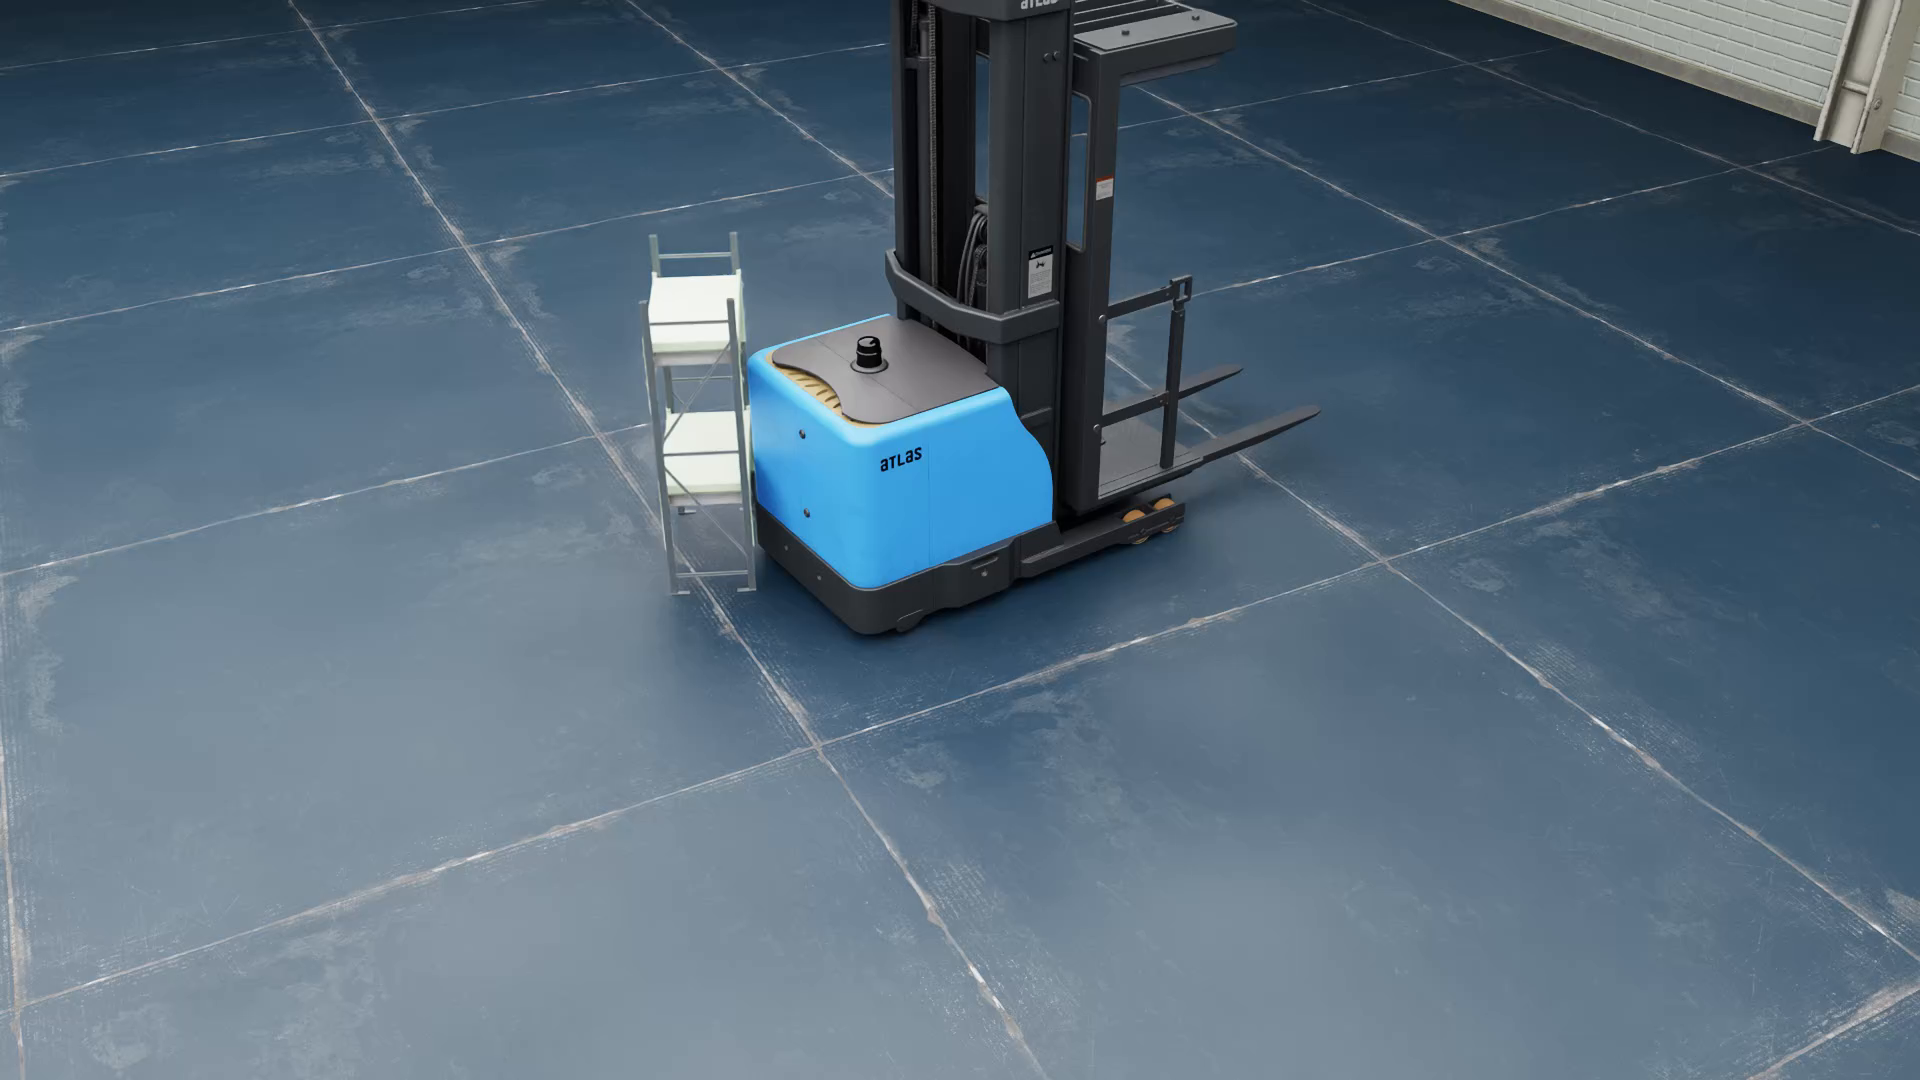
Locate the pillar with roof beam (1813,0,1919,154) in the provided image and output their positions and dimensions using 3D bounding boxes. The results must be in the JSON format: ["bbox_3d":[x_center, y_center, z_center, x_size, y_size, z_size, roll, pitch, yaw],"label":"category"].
[{"bbox_3d":[3.206,-5.842,9.027,9.100,9.000,0.400,-16,36,-23],"label":"pillar with roof beam"}]

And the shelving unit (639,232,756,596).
[{"bbox_3d":[-1.197,-0.581,7.765,0.431,1.500,0.755,-3,33,-5],"label":"shelving unit"}]

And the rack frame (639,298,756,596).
[{"bbox_3d":[-1.161,-0.384,7.458,0.400,1.500,0.023,-3,33,-5],"label":"rack frame"}]

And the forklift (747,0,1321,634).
[{"bbox_3d":[0.511,-1.426,7.759,3.031,2.935,1.130,-21,38,-29],"label":"forklift"}]

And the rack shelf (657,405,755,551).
[{"bbox_3d":[-1.198,-0.306,7.941,0.431,0.370,0.720,-3,33,-5],"label":"rack shelf"}]

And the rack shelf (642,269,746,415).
[{"bbox_3d":[-1.195,-0.910,7.554,0.431,0.370,0.720,-3,33,-5],"label":"rack shelf"}]

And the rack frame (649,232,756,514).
[{"bbox_3d":[-1.232,-0.777,8.072,0.400,1.500,0.023,-3,33,-5],"label":"rack frame"}]
